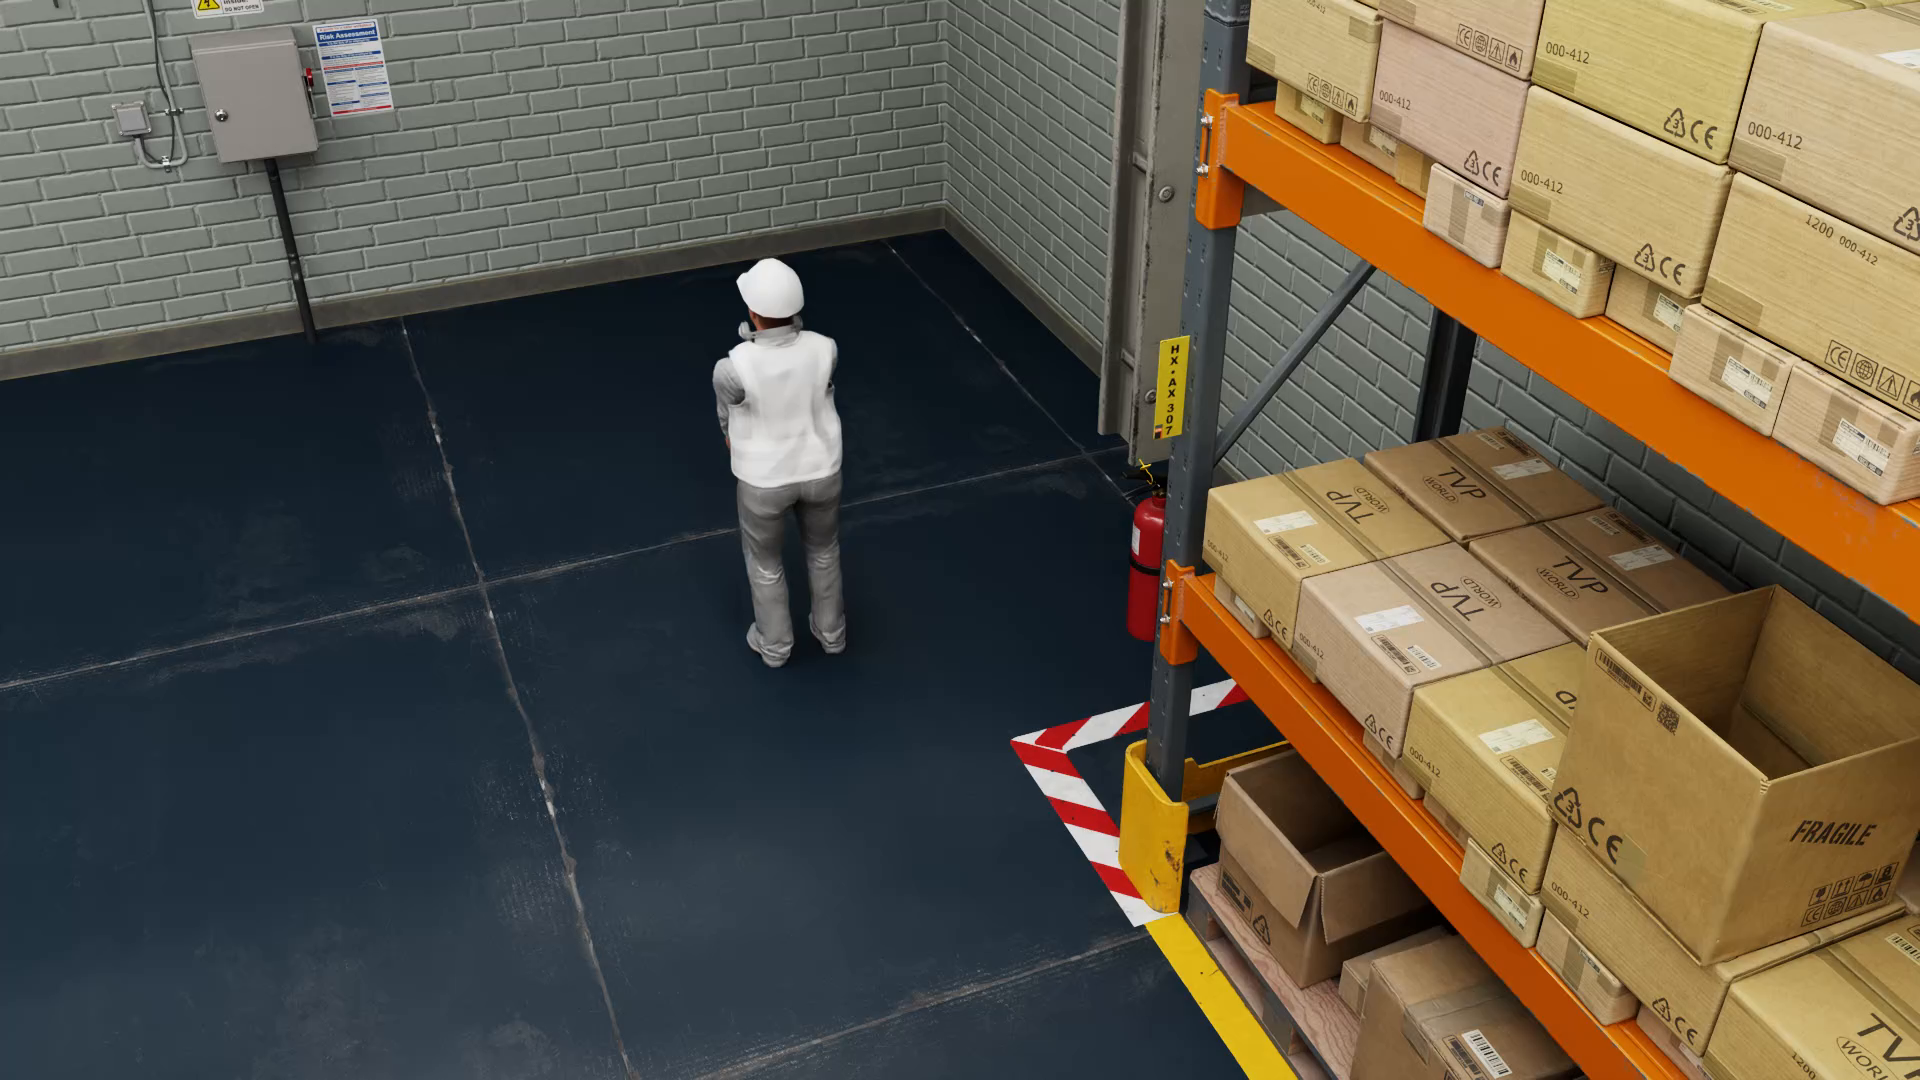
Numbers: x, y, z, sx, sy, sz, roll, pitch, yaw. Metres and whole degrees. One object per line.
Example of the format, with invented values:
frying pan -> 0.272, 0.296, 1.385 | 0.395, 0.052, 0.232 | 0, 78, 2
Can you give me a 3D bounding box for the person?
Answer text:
person -> -0.731, -0.328, 6.621 | 0.495, 1.772, 0.558 | -13, 35, -19
